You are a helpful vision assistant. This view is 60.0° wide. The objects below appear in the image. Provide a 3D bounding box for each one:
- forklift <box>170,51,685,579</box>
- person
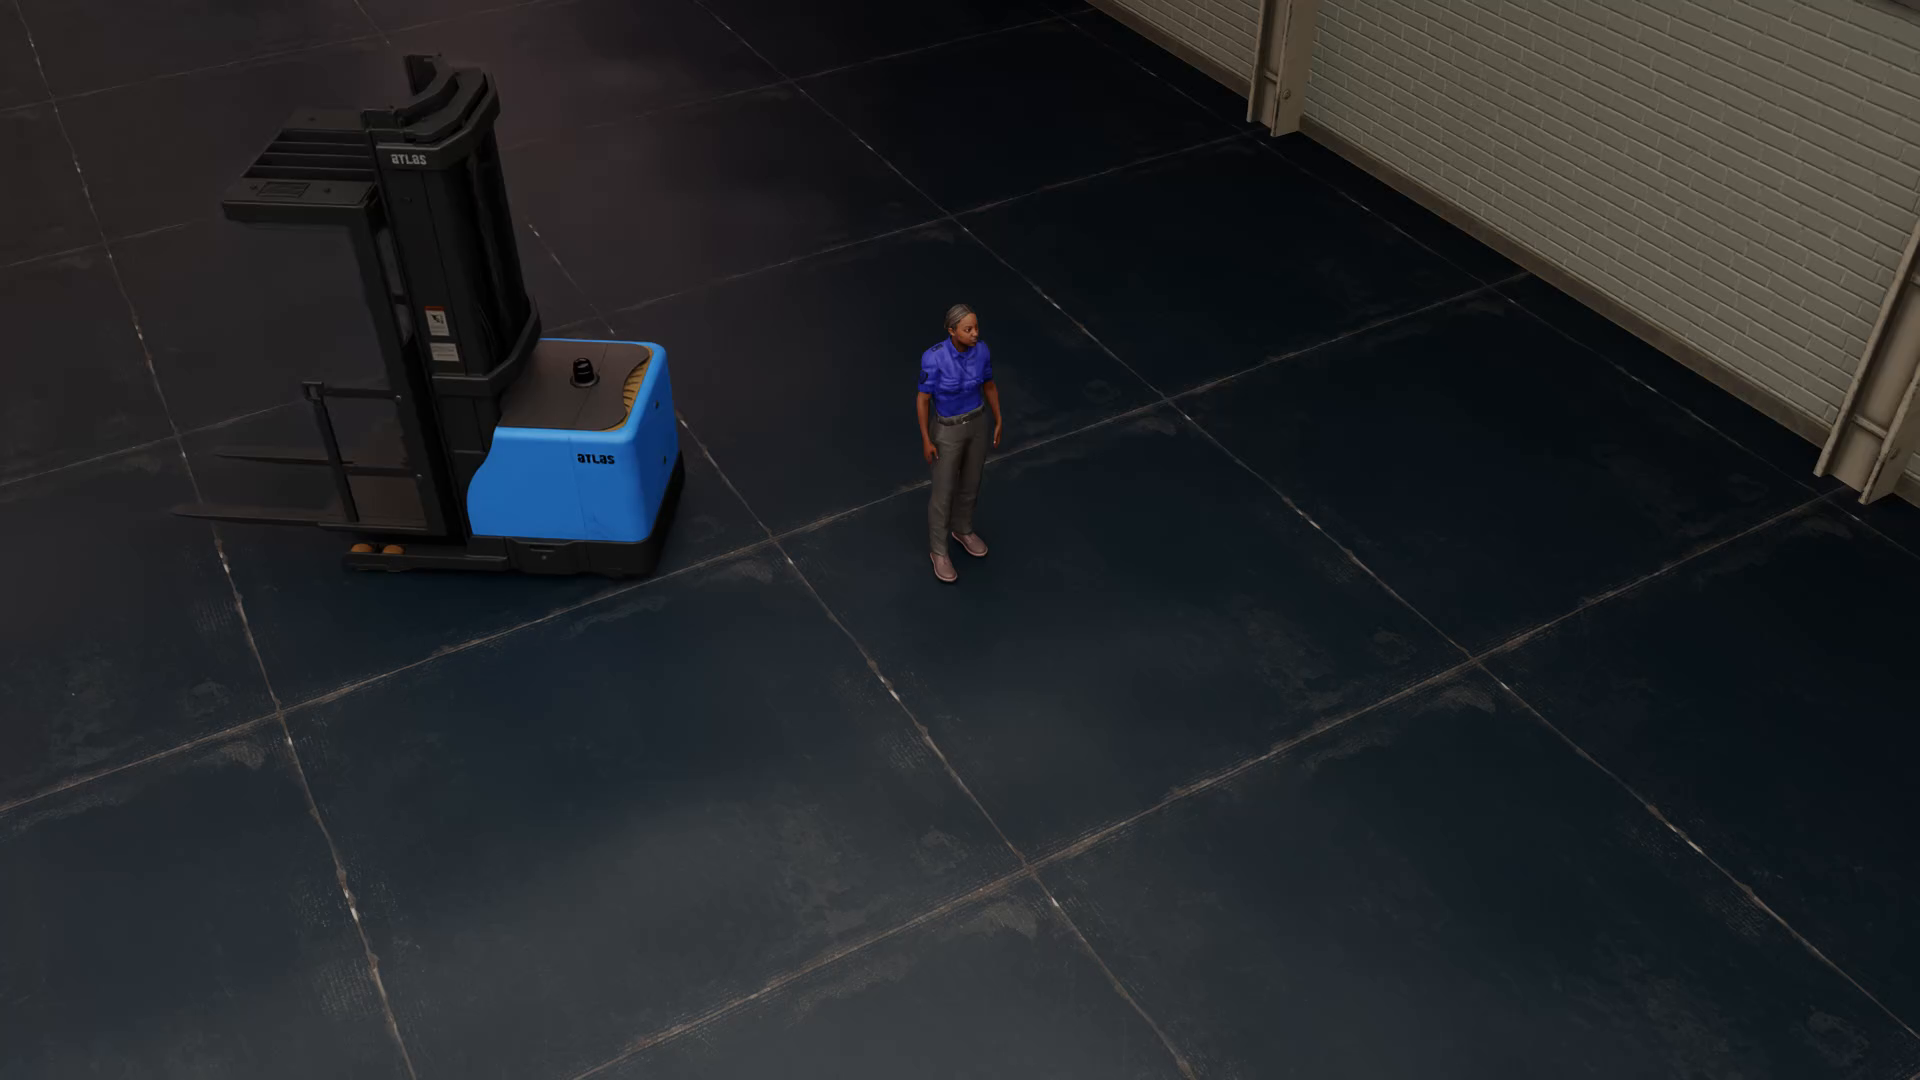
[{"bbox_3d":[-3.309,-1.266,9.563,3.031,2.935,1.130,3,40,3],"label":"forklift"},{"bbox_3d":[0.027,-0.588,9.734,0.570,1.654,0.504,-20,44,-23],"label":"person"}]
